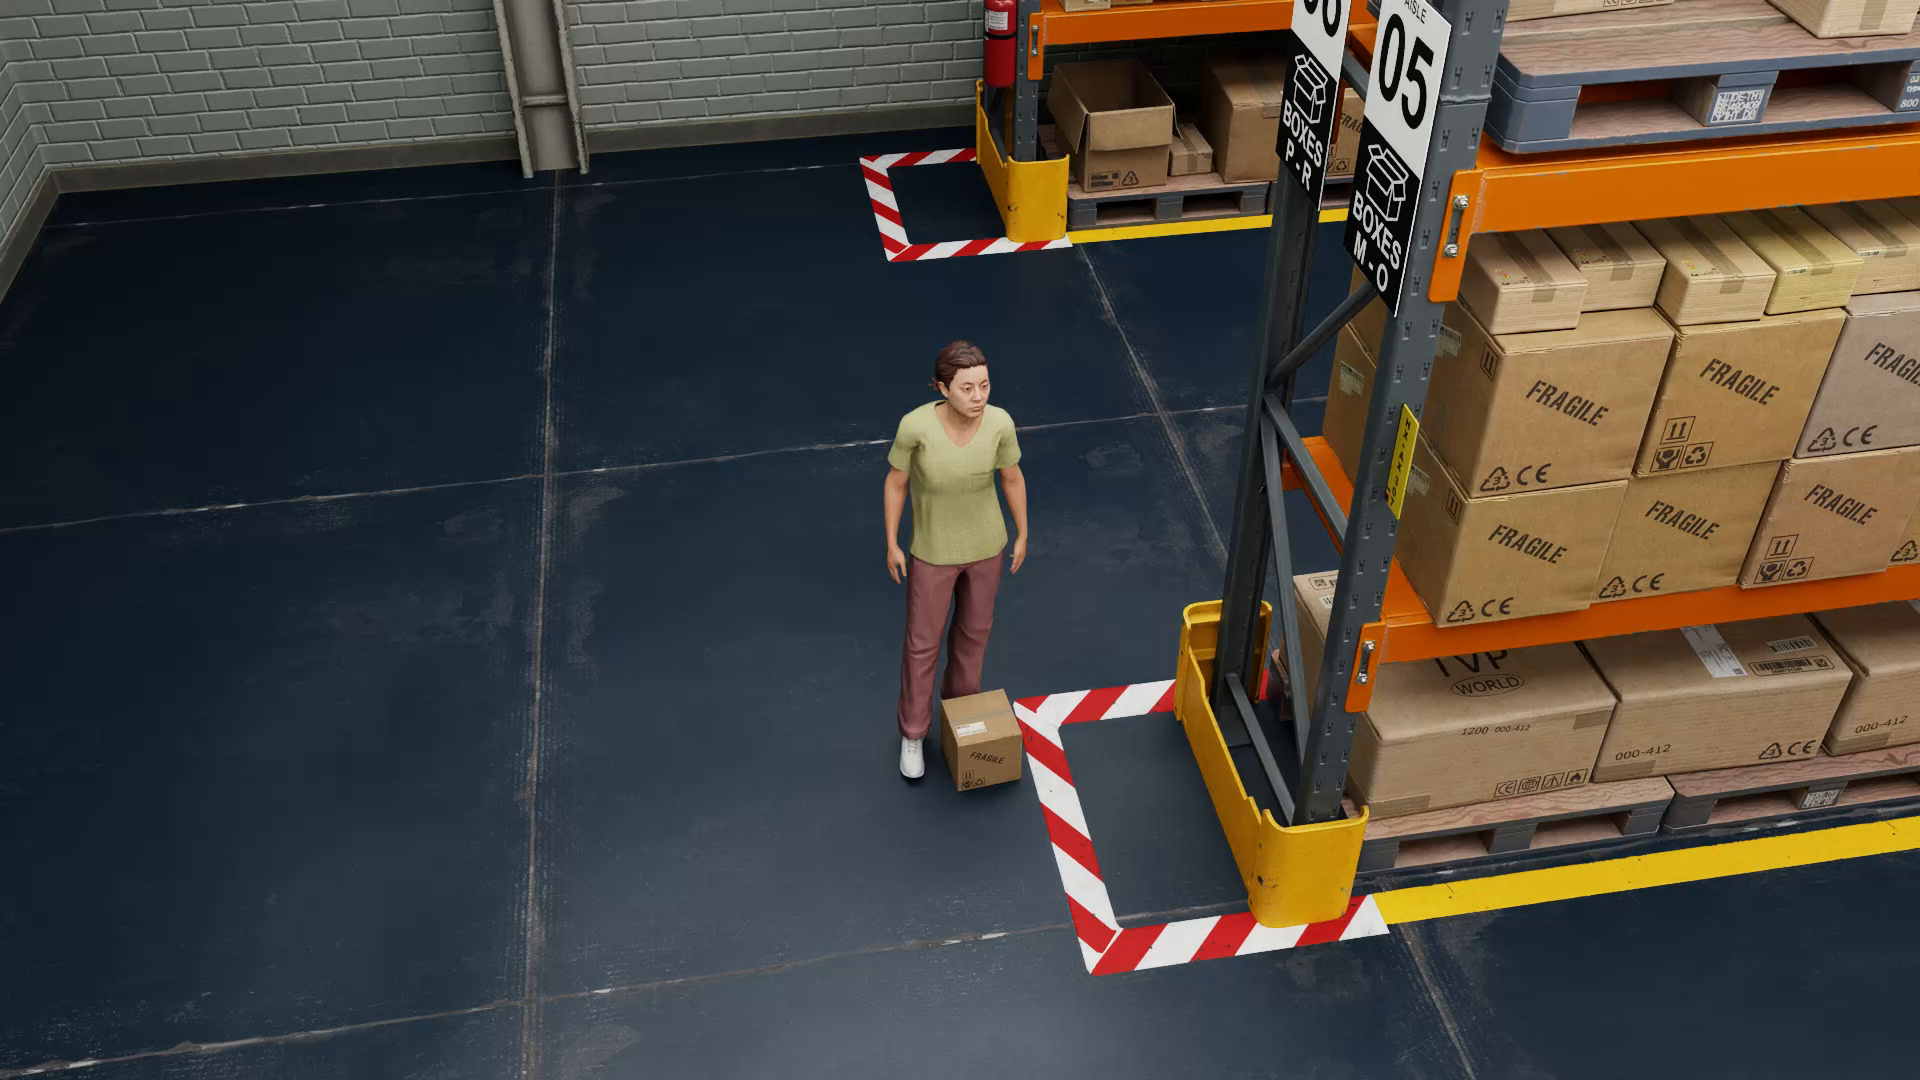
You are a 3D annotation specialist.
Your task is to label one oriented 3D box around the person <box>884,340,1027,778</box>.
[{"bbox_3d":[-0.004,0.116,6.082,0.552,1.564,0.548,-8,40,-10],"label":"person"}]
